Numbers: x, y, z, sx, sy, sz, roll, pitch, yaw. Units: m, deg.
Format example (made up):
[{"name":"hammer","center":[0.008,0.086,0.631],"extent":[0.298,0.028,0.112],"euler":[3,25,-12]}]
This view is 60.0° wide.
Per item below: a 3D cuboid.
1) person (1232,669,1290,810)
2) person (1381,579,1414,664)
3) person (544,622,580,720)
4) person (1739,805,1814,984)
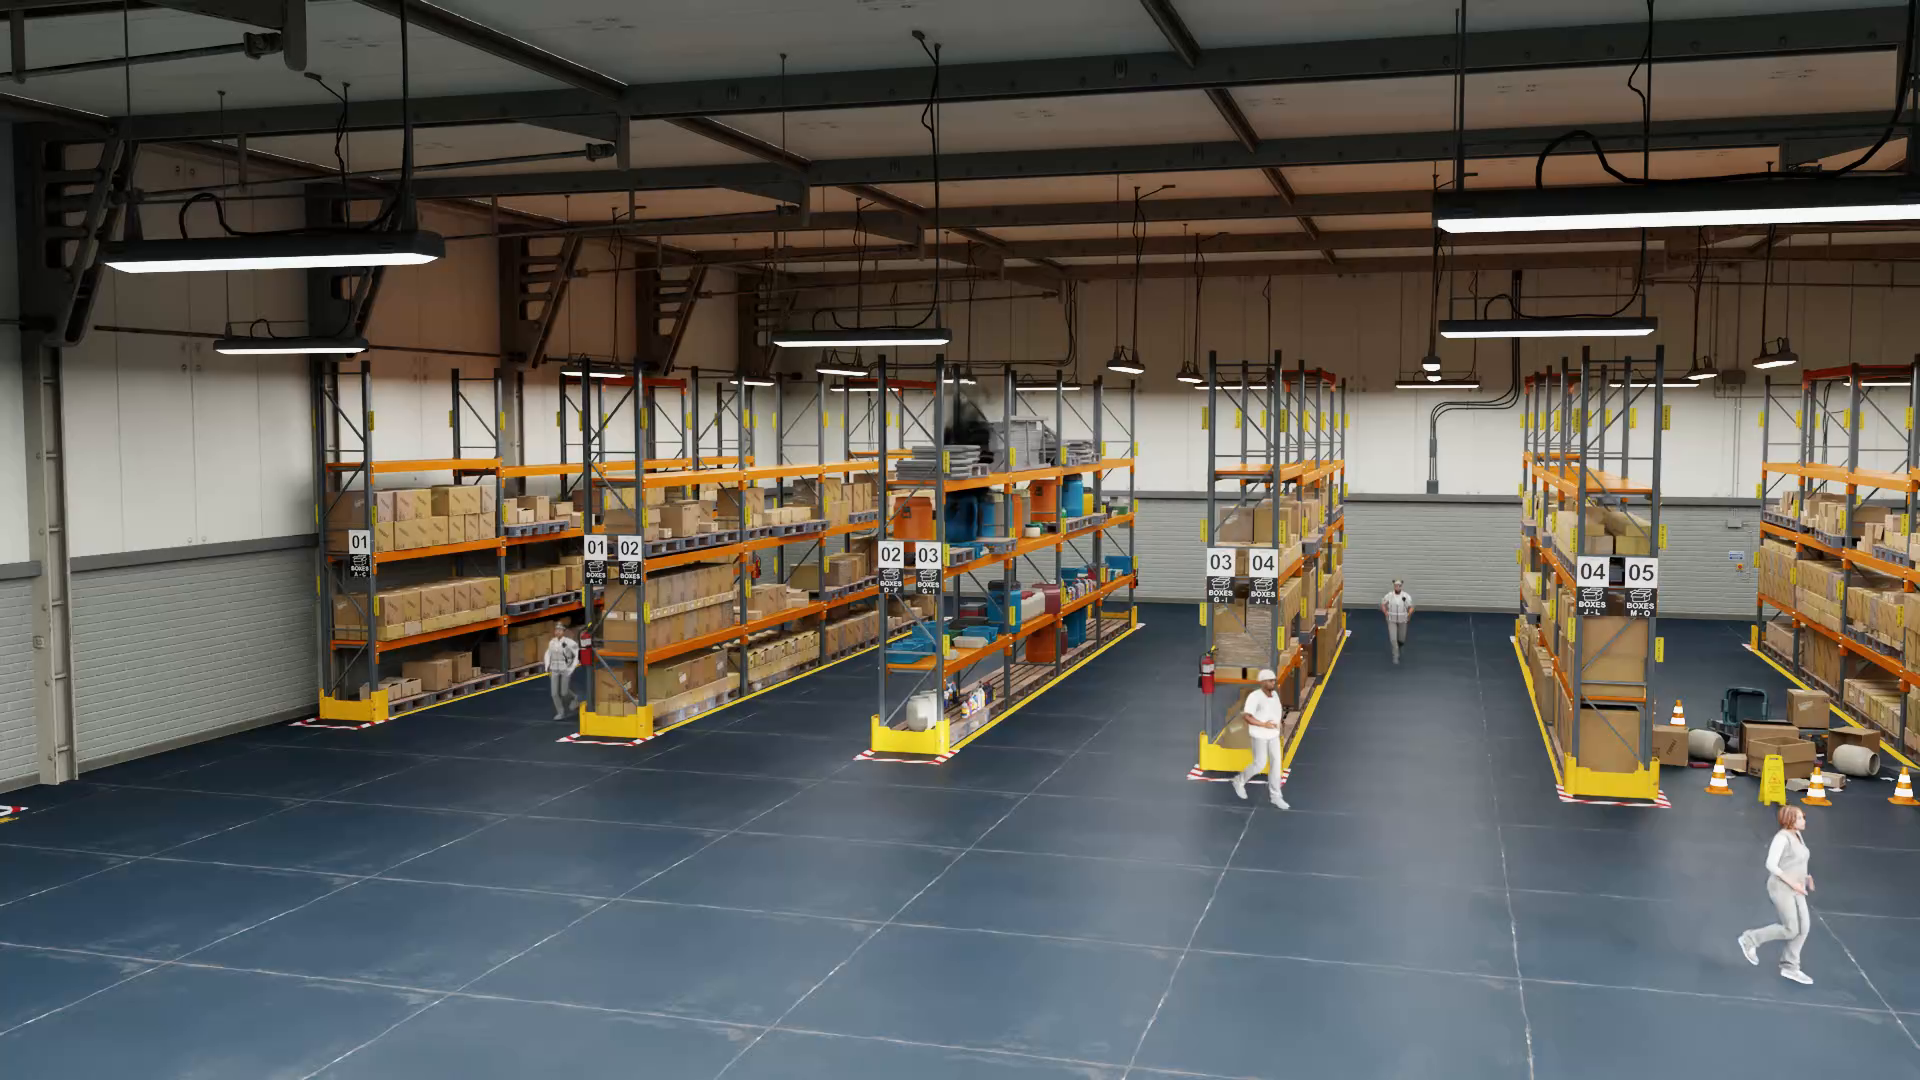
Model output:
[{"name":"person","center":[3.958,2.569,21.698],"extent":[0.725,1.786,0.863],"euler":[-3,5,-39]},{"name":"person","center":[9.081,1.673,34.584],"extent":[0.652,1.763,0.728],"euler":[1,4,14]},{"name":"person","center":[-6.678,2.180,27.948],"extent":[0.667,1.638,0.564],"euler":[1,4,11]},{"name":"person","center":[7.388,3.157,14.981],"extent":[0.565,1.585,0.622],"euler":[-4,6,-44]}]
